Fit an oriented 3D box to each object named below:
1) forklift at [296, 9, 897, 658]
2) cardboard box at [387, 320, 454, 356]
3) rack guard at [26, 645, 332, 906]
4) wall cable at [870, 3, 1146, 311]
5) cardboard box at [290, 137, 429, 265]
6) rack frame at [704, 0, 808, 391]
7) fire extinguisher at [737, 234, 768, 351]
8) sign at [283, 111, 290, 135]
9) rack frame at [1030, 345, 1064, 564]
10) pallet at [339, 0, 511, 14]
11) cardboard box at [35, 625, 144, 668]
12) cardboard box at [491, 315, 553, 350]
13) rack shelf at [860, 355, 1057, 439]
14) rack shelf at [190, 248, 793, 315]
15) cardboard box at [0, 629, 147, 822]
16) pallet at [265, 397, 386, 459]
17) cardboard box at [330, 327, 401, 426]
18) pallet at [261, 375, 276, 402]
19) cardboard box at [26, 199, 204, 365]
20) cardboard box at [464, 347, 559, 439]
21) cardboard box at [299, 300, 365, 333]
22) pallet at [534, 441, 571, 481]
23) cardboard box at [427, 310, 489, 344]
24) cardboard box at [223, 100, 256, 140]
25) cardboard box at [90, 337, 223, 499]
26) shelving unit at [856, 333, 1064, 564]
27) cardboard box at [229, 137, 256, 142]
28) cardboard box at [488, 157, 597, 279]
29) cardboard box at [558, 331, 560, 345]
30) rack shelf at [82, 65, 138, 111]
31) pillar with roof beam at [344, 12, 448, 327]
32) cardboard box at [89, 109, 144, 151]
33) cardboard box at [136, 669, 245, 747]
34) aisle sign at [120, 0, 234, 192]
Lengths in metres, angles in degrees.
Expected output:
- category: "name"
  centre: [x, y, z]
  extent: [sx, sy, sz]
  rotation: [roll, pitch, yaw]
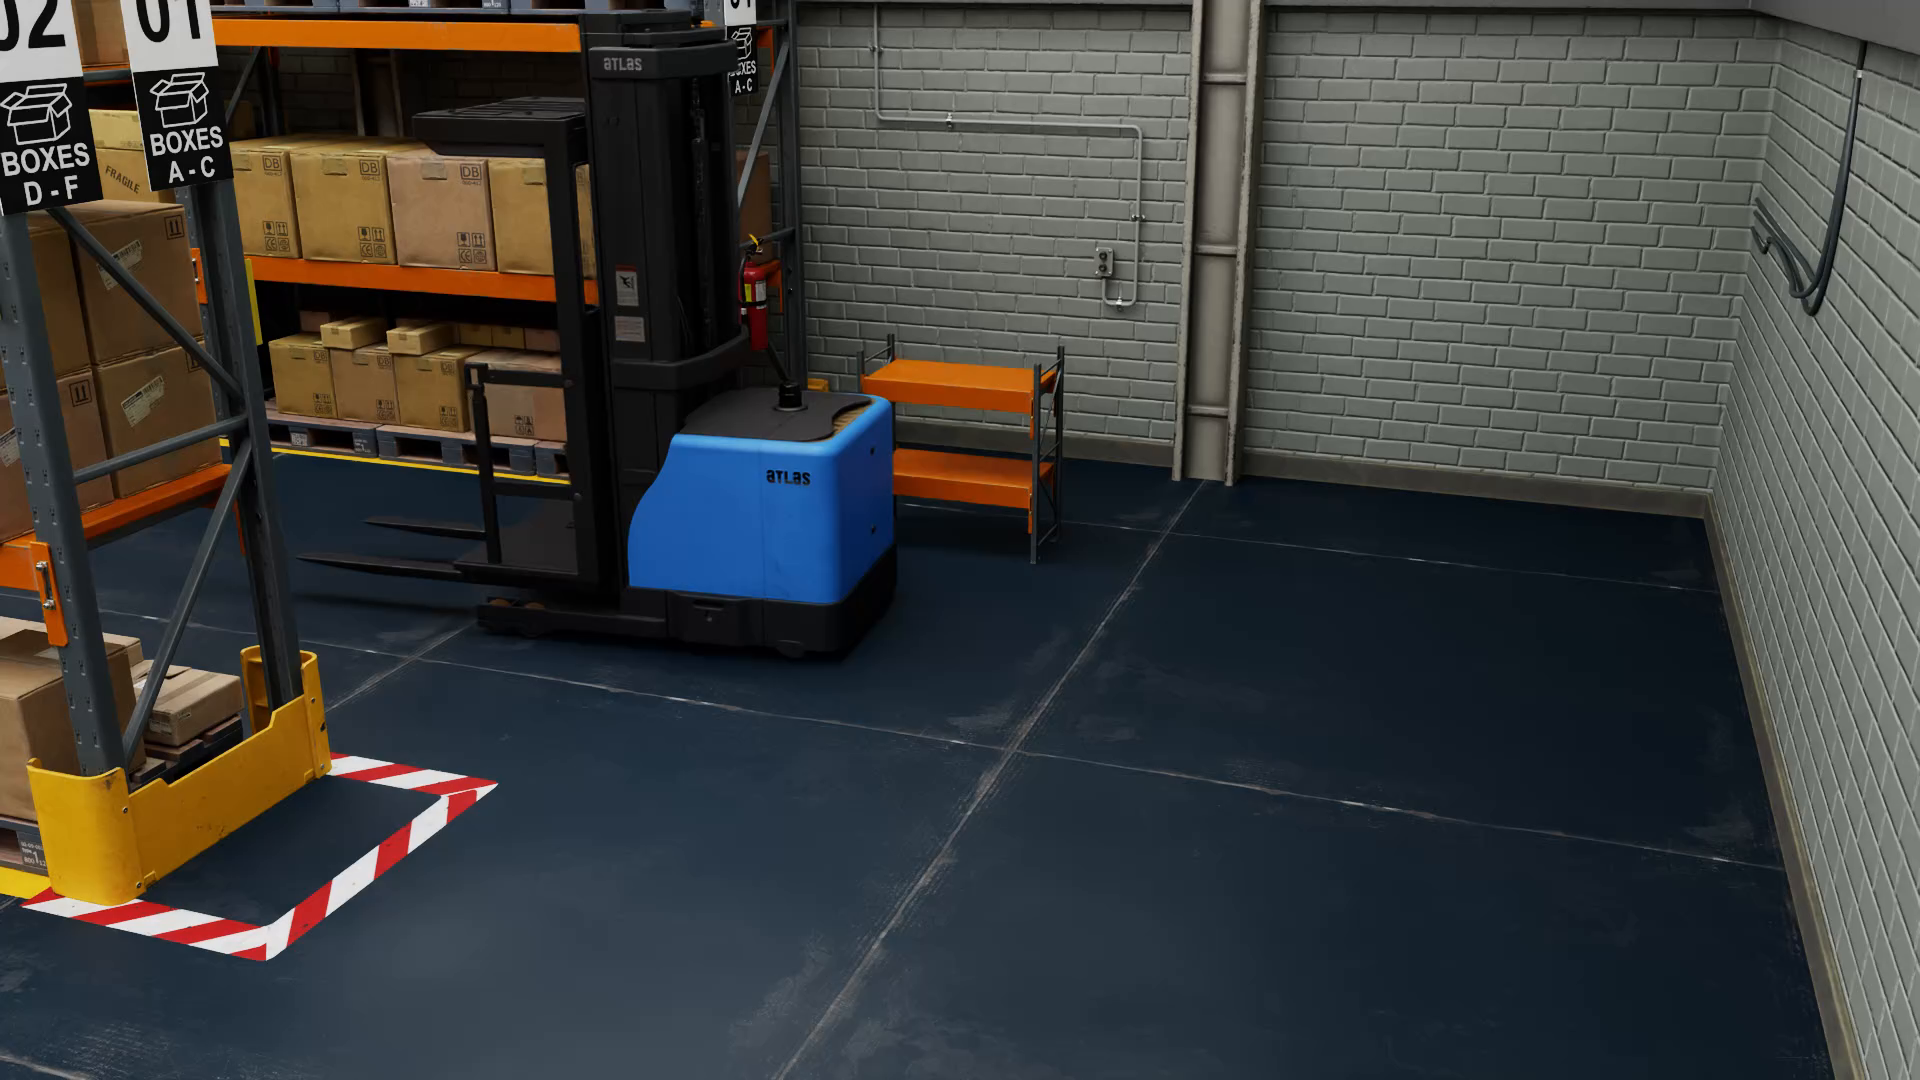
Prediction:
- category: "forklift"
  centre: [-1.903, -1.068, 8.187]
  extent: [3.031, 2.935, 1.130]
  rotation: [5, 20, 13]
- category: "cardboard box"
  centre: [-3.585, -1.344, 11.050]
  extent: [0.250, 0.149, 0.380]
  rotation: [6, 20, 17]
- category: "rack guard"
  centre: [-2.930, 0.862, 6.344]
  extent: [0.348, 0.500, 1.175]
  rotation: [7, 20, 18]
- category: "wall cable"
  centre: [0.284, -2.486, 10.608]
  extent: [1.851, 1.984, 0.084]
  rotation: [7, 20, 18]
- category: "cardboard box"
  centre: [-3.820, -2.280, 11.105]
  extent: [0.700, 0.700, 0.980]
  rotation: [6, 20, 17]
- category: "rack frame"
  centre: [-1.236, -1.851, 10.329]
  extent: [0.127, 3.000, 1.000]
  rotation: [7, 20, 18]
- category: "fire extinguisher"
  centre: [-1.245, -1.478, 9.944]
  extent: [0.183, 0.674, 0.296]
  rotation: [7, 20, 18]
- category: "sign"
  centre: [-4.834, -2.902, 11.908]
  extent: [0.005, 0.325, 0.100]
  rotation: [7, 20, 18]
- category: "rack frame"
  centre: [0.487, -0.476, 9.231]
  extent: [0.032, 1.125, 0.500]
  rotation: [7, 20, 18]
- category: "pallet"
  centre: [-3.096, -3.433, 10.446]
  extent: [1.213, 0.211, 1.003]
  rotation: [7, 20, 18]
- category: "cardboard box"
  centre: [-3.751, 0.580, 6.866]
  extent: [0.500, 0.250, 0.500]
  rotation: [7, 20, 18]
- category: "cardboard box"
  centre: [-2.944, -1.405, 11.223]
  extent: [0.250, 0.149, 0.380]
  rotation: [7, 20, 19]
- category: "rack shelf"
  centre: [0.006, -0.807, 9.293]
  extent: [1.000, 0.278, 0.538]
  rotation: [7, 20, 18]
- category: "rack shelf"
  centre: [-3.125, -1.727, 11.067]
  extent: [4.000, 0.370, 1.077]
  rotation: [7, 20, 18]
- category: "cardboard box"
  centre: [-3.452, 0.680, 6.197]
  extent: [0.500, 0.500, 0.500]
  rotation: [7, 20, 18]
- category: "pallet"
  centre: [-4.322, -0.860, 11.722]
  extent: [1.213, 0.211, 1.003]
  rotation: [7, 20, 18]
- category: "cardboard box"
  centre: [-3.868, -1.133, 11.429]
  extent: [0.500, 0.500, 0.700]
  rotation: [6, 20, 18]
- category: "pallet"
  centre: [-5.768, -1.026, 12.199]
  extent: [1.213, 0.211, 1.003]
  rotation: [7, 20, 18]
- category: "cardboard box"
  centre: [-3.191, -0.959, 6.101]
  extent: [0.500, 0.500, 0.500]
  rotation: [7, 20, 20]
- category: "cardboard box"
  centre: [-2.878, -1.021, 11.109]
  extent: [0.500, 0.500, 0.700]
  rotation: [6, 20, 16]
- category: "cardboard box"
  centre: [-4.413, -1.572, 11.703]
  extent: [0.250, 0.149, 0.380]
  rotation: [6, 20, 18]
- category: "pallet"
  centre: [-2.017, -0.596, 10.966]
  extent: [1.213, 0.211, 1.003]
  rotation: [7, 20, 18]
- category: "cardboard box"
  centre: [-3.428, -1.460, 11.381]
  extent: [0.250, 0.149, 0.380]
  rotation: [7, 20, 19]
- category: "cardboard box"
  centre: [-5.363, -2.965, 11.751]
  extent: [0.500, 0.250, 0.500]
  rotation: [7, 20, 20]
- category: "cardboard box"
  centre: [-3.191, -0.487, 6.265]
  extent: [0.500, 0.500, 0.500]
  rotation: [7, 20, 19]
- category: "shelving unit"
  centre: [0.006, -0.530, 9.389]
  extent: [1.048, 1.125, 0.538]
  rotation: [7, 20, 18]
- category: "cardboard box"
  centre: [-5.366, -2.608, 11.867]
  extent: [0.500, 0.500, 0.500]
  rotation: [6, 20, 16]
- category: "cardboard box"
  centre: [-2.412, -2.120, 10.644]
  extent: [0.700, 0.700, 0.980]
  rotation: [6, 20, 18]
- category: "cardboard box"
  centre: [-2.461, -1.350, 11.066]
  extent: [0.250, 0.149, 0.380]
  rotation: [7, 20, 19]
- category: "rack shelf"
  centre: [-4.747, -1.603, 6.153]
  extent: [4.000, 0.370, 1.077]
  rotation: [7, 20, 18]
- category: "pillar with roof beam"
  centre: [-5.482, -3.971, 7.295]
  extent: [0.400, 9.000, 9.100]
  rotation: [7, 20, 18]
- category: "cardboard box"
  centre: [-5.539, -2.805, 11.293]
  extent: [0.500, 0.250, 0.500]
  rotation: [7, 20, 19]
- category: "cardboard box"
  centre: [-3.141, 0.676, 6.742]
  extent: [0.250, 0.149, 0.380]
  rotation: [7, 20, 18]
- category: "aisle sign"
  centre: [-2.697, -1.622, 5.722]
  extent: [0.004, 0.787, 0.394]
  rotation: [7, 20, 18]
